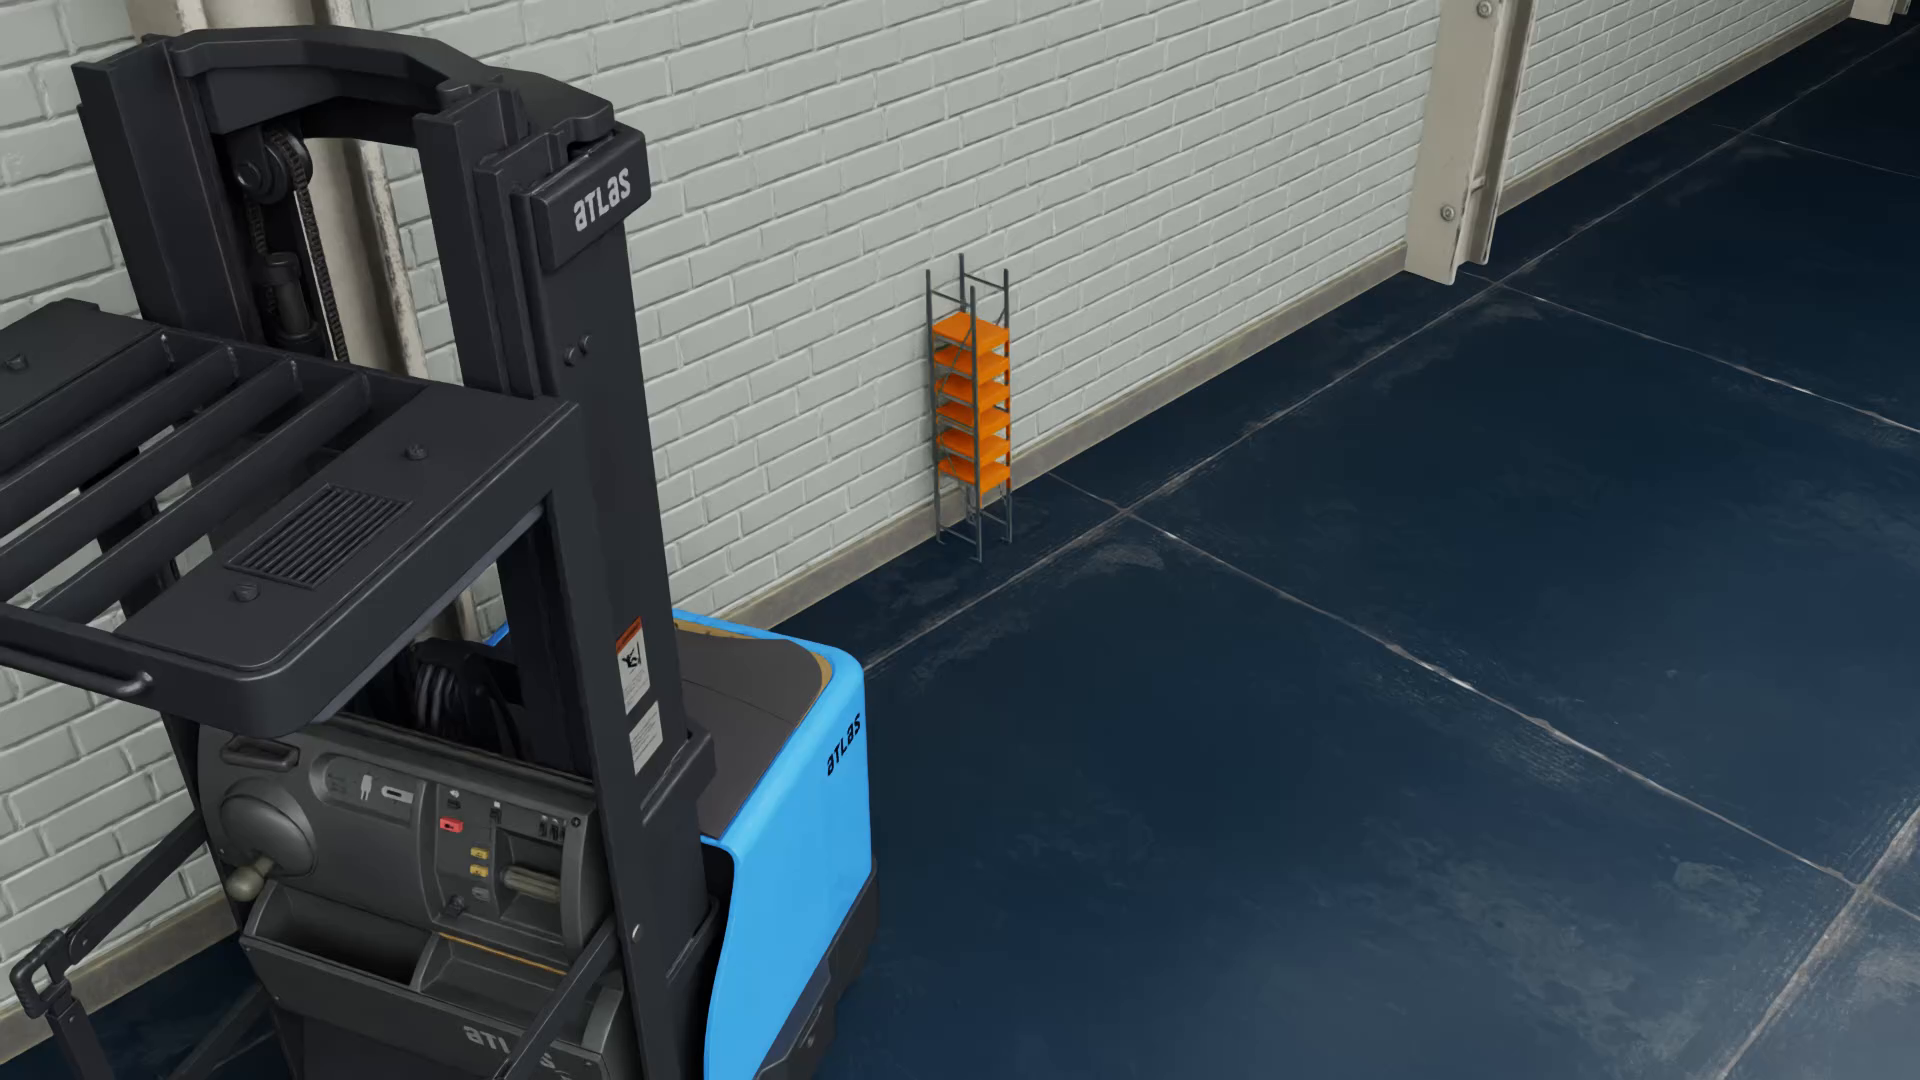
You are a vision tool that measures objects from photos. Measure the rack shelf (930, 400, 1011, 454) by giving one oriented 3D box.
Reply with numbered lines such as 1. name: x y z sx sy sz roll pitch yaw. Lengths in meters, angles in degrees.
1. rack shelf: 0.042 -0.452 6.419 0.258 0.103 0.180 26 43 34

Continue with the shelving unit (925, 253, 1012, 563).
1. shelving unit: 0.041 -0.489 6.394 0.258 1.200 0.189 26 43 34

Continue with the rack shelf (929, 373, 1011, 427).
1. rack shelf: 0.039 -0.552 6.352 0.258 0.103 0.180 26 43 34

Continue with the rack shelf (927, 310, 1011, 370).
1. rack shelf: 0.033 -0.750 6.217 0.258 0.103 0.180 26 43 34

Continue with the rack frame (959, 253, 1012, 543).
1. rack frame: 0.102 -0.528 6.450 0.240 1.200 0.006 26 43 34

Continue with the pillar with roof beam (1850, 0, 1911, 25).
1. pillar with roof beam: 9.855 -5.857 7.281 9.100 9.000 0.400 30 45 35

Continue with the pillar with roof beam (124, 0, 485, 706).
1. pillar with roof beam: 1.400 -0.985 0.296 9.100 9.000 0.400 30 45 35

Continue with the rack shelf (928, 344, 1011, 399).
1. rack shelf: 0.036 -0.651 6.285 0.258 0.103 0.180 26 43 34

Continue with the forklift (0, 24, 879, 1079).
1. forklift: -1.237 0.671 3.226 1.130 2.935 3.031 12 37 17

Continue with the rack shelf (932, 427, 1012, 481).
1. rack shelf: 0.045 -0.353 6.486 0.258 0.103 0.180 26 43 34

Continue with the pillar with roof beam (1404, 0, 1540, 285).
1. pillar with roof beam: 5.627 -3.421 3.788 9.100 9.000 0.400 30 45 35

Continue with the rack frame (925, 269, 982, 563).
1. rack frame: -0.020 -0.450 6.339 0.240 1.200 0.006 26 43 34

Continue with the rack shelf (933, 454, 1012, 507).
1. rack shelf: 0.048 -0.254 6.554 0.258 0.103 0.180 26 43 34
